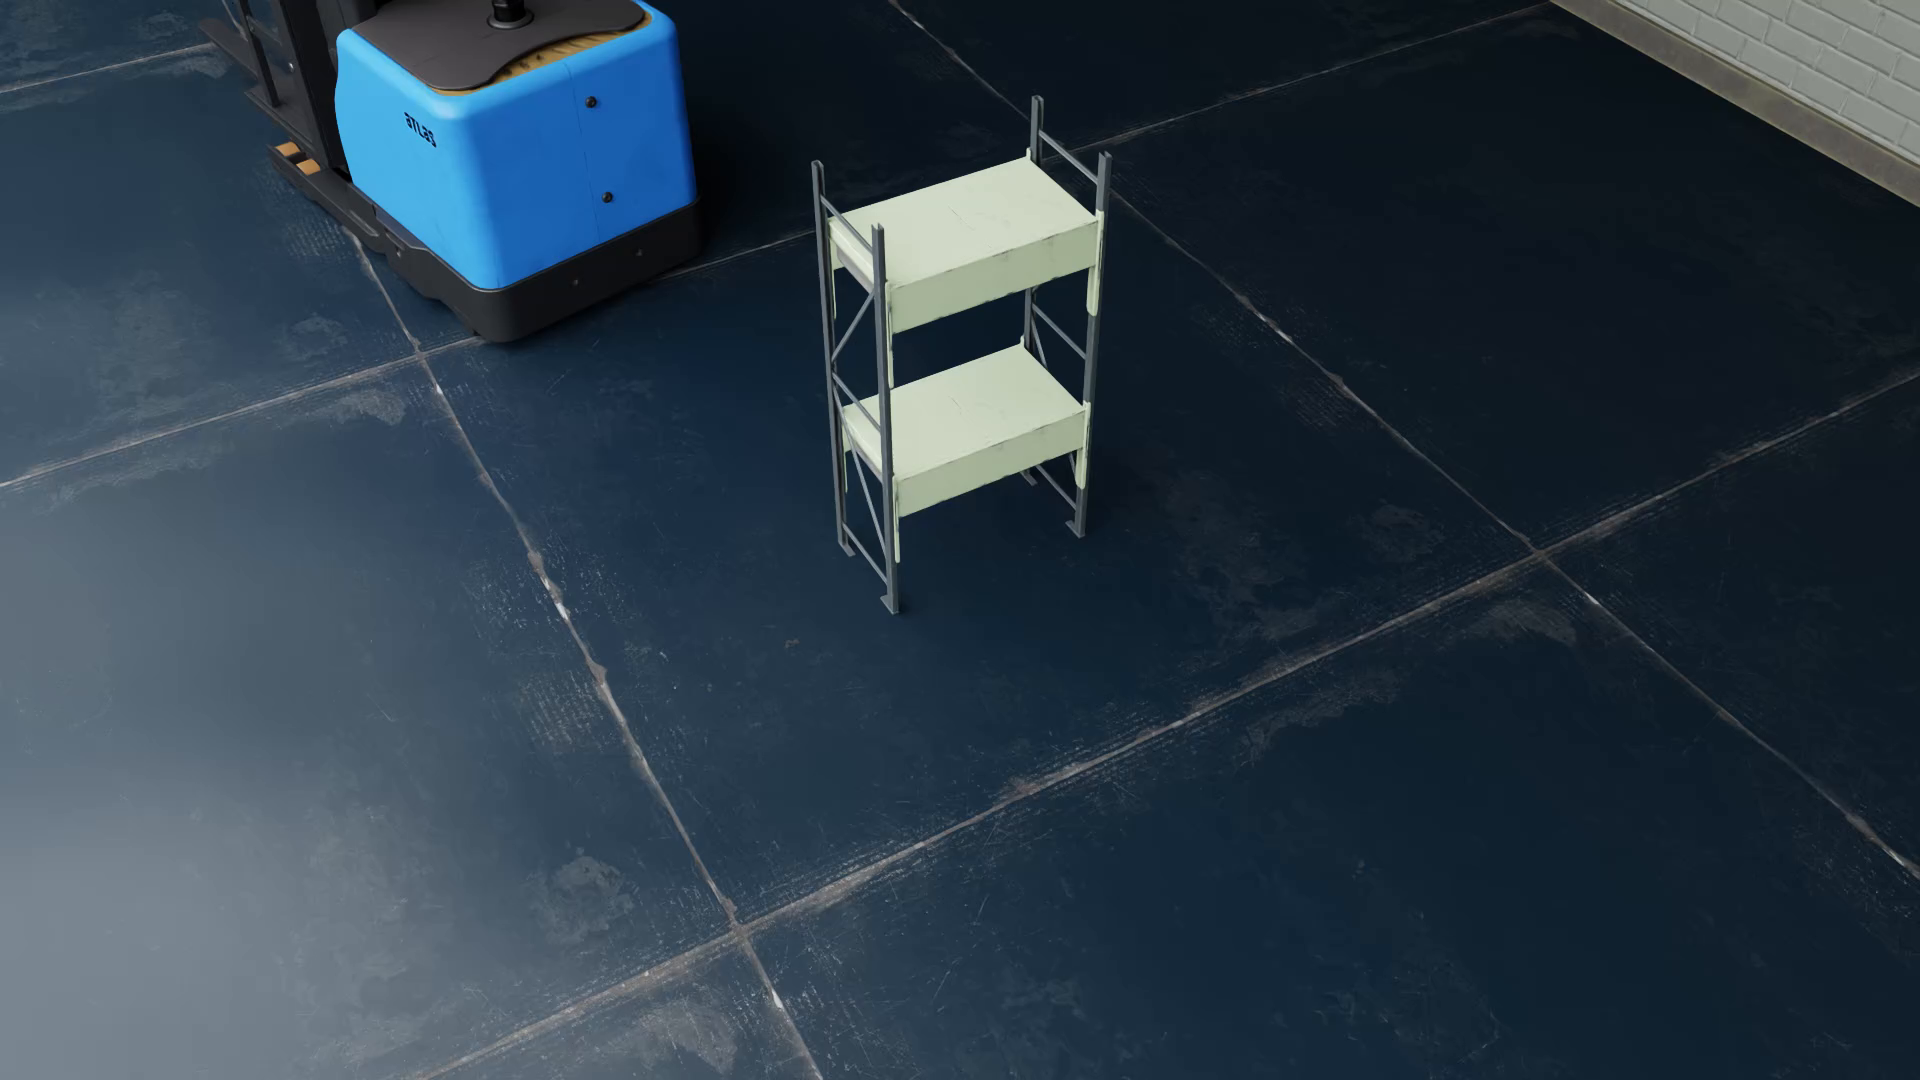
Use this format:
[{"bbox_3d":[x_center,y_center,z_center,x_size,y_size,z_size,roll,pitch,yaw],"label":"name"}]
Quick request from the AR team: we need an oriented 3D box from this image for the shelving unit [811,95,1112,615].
[{"bbox_3d":[0.006,-0.541,5.230,0.755,1.500,0.431,-22,48,-21],"label":"shelving unit"}]

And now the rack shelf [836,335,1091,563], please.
[{"bbox_3d":[0.006,-0.307,5.457,0.720,0.370,0.431,-22,48,-21],"label":"rack shelf"}]

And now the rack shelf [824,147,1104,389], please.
[{"bbox_3d":[0.006,-0.821,4.958,0.720,0.370,0.431,-22,48,-21],"label":"rack shelf"}]

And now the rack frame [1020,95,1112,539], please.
[{"bbox_3d":[0.323,-0.668,5.361,0.023,1.500,0.400,-22,48,-21],"label":"rack frame"}]

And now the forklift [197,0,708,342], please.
[{"bbox_3d":[-2.408,-2.761,6.490,1.130,2.935,3.031,-32,53,-29],"label":"forklift"}]

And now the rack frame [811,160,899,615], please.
[{"bbox_3d":[-0.312,-0.414,5.099,0.023,1.500,0.400,-22,48,-21],"label":"rack frame"}]
